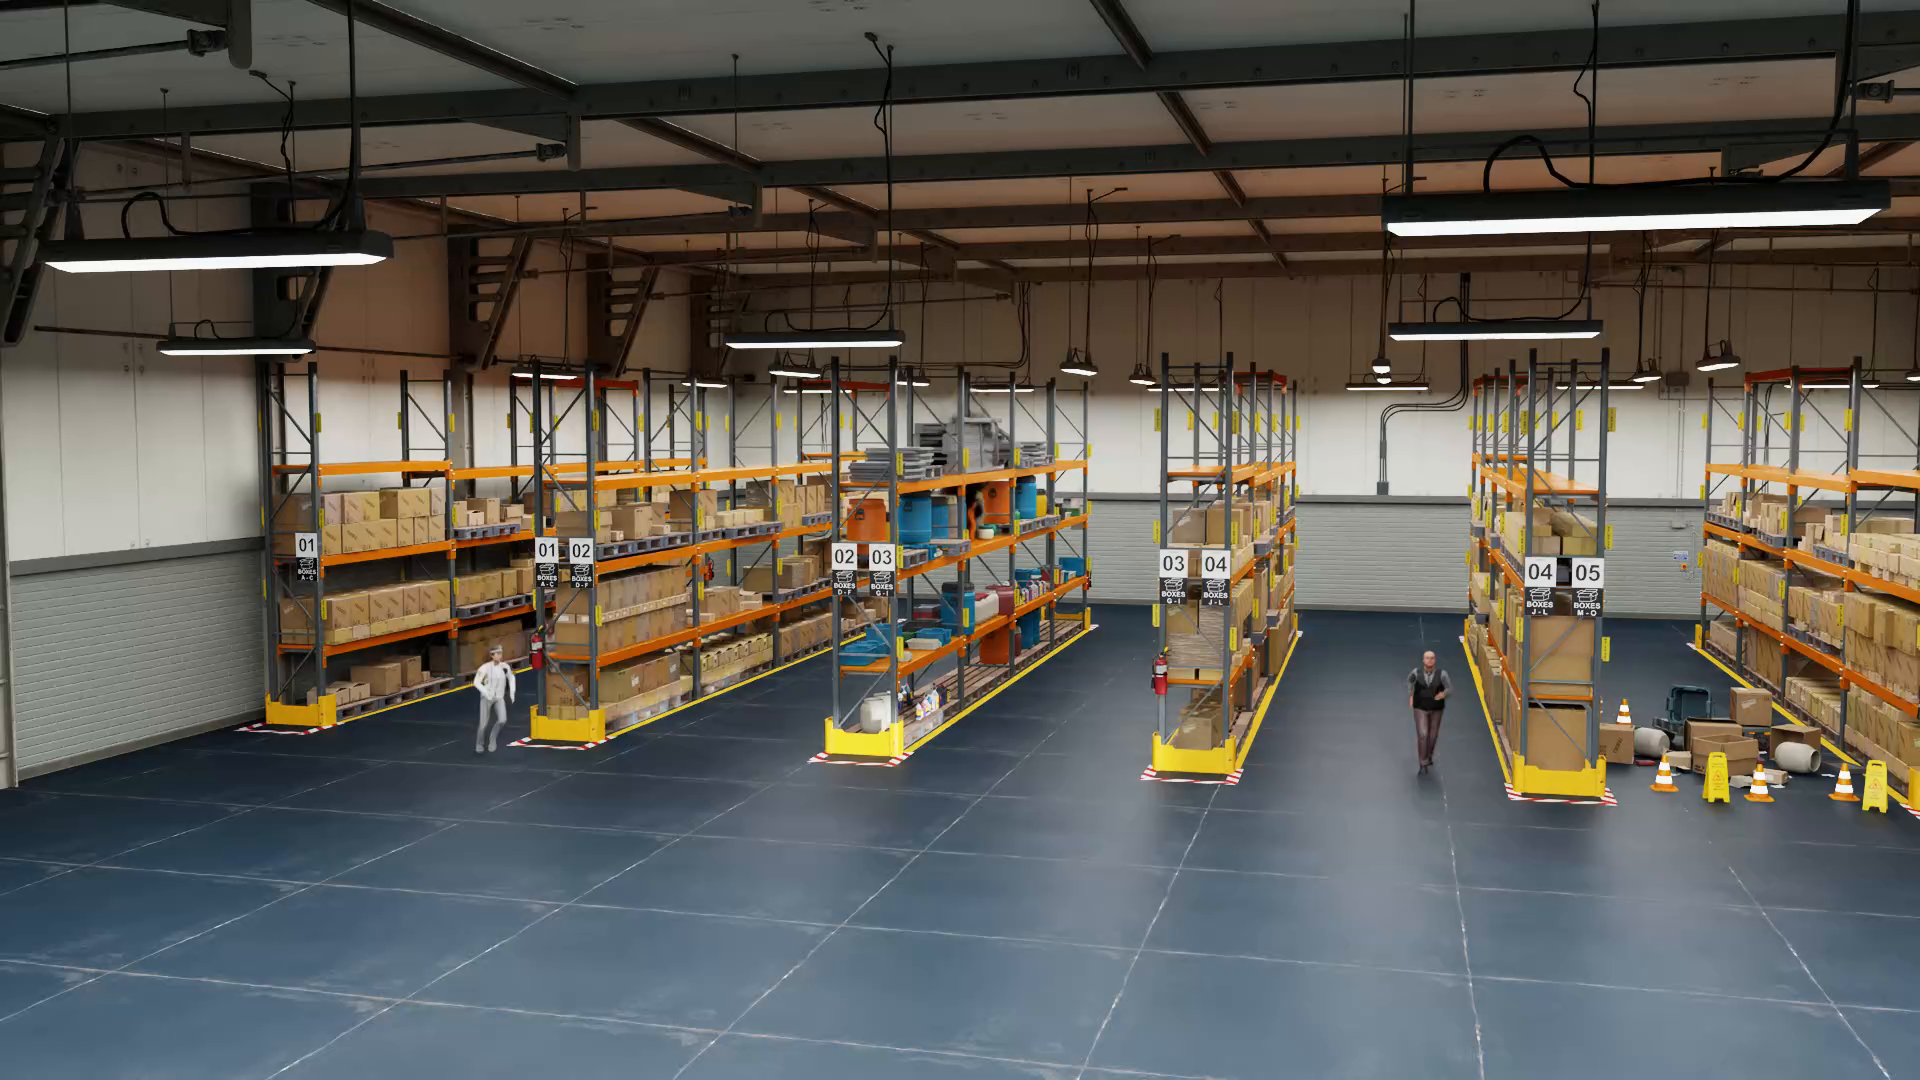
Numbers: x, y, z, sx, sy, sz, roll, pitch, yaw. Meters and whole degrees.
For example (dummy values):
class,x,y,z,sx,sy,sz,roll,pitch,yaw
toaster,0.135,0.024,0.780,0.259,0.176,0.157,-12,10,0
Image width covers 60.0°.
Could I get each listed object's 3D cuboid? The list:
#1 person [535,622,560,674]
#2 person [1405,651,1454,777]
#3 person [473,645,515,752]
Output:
class,x,y,z,sx,sy,sz,roll,pitch,yaw
person,-7.159,2.195,29.092,0.523,1.554,0.574,0,4,4
person,6.738,2.465,23.881,0.652,1.757,0.823,1,4,9
person,-7.025,2.400,25.194,0.673,1.632,0.610,-2,5,-30
